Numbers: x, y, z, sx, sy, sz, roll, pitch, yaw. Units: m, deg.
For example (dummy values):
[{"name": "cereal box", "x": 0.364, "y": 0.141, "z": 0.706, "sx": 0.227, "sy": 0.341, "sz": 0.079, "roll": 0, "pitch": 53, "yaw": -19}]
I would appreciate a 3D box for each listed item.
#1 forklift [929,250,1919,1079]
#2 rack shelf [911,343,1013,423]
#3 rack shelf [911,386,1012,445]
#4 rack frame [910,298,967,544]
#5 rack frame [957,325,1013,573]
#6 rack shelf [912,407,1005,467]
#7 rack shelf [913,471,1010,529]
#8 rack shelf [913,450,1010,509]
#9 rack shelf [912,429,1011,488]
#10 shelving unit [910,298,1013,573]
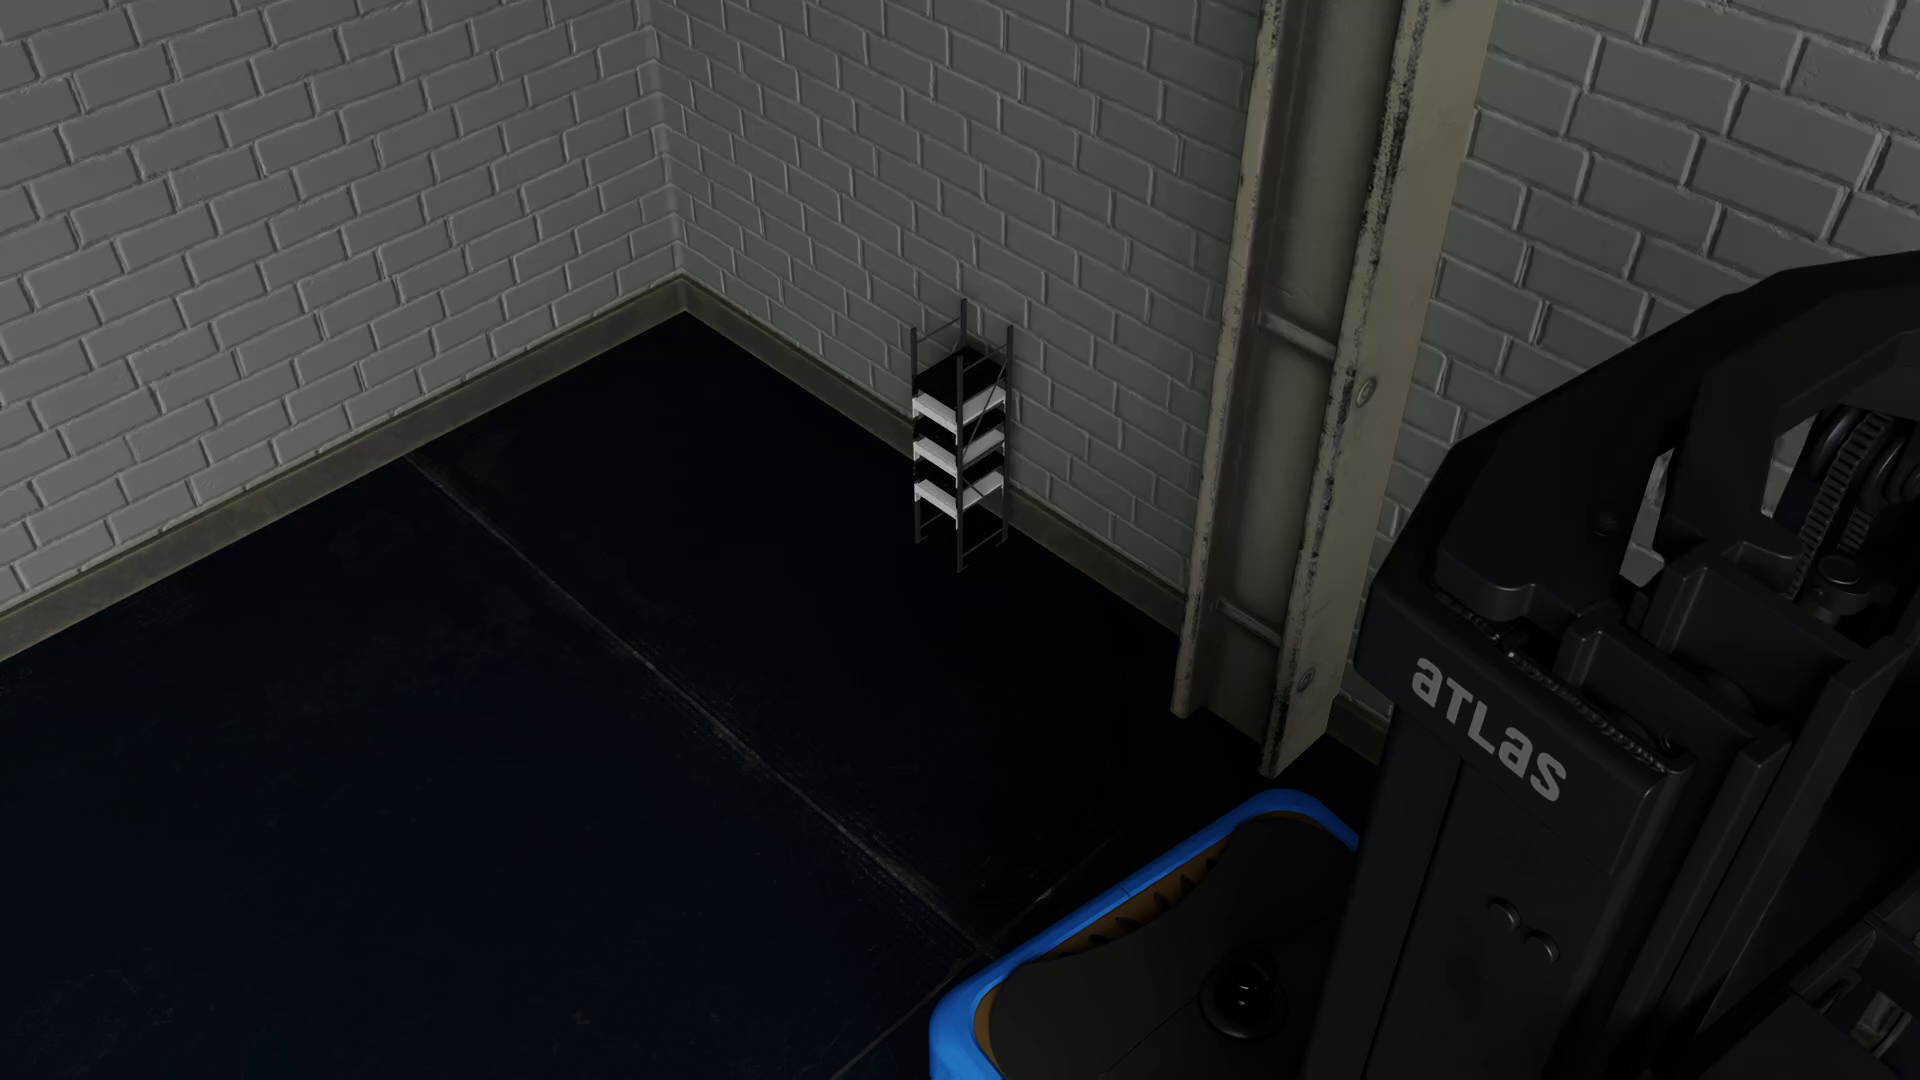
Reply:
[{"name": "forklift", "x": 1.197, "y": 1.227, "z": 2.262, "sx": 1.130, "sy": 2.935, "sz": 3.031, "roll": -26, "pitch": 49, "yaw": -26}, {"name": "rack shelf", "x": 0.006, "y": -0.500, "z": 5.280, "sx": 0.258, "sy": 0.077, "sz": 0.200, "roll": -34, "pitch": 53, "yaw": -31}, {"name": "rack shelf", "x": 0.006, "y": -0.434, "z": 5.341, "sx": 0.258, "sy": 0.077, "sz": 0.200, "roll": -34, "pitch": 53, "yaw": -31}, {"name": "rack frame", "x": -0.066, "y": -0.375, "z": 5.493, "sx": 0.240, "sy": 0.900, "sz": 0.006, "roll": -34, "pitch": 53, "yaw": -31}, {"name": "rack frame", "x": 0.078, "y": -0.278, "z": 5.387, "sx": 0.240, "sy": 0.900, "sz": 0.006, "roll": -34, "pitch": 53, "yaw": -31}, {"name": "rack shelf", "x": 0.006, "y": -0.368, "z": 5.402, "sx": 0.258, "sy": 0.077, "sz": 0.200, "roll": -34, "pitch": 53, "yaw": -31}, {"name": "rack shelf", "x": 0.006, "y": -0.170, "z": 5.585, "sx": 0.258, "sy": 0.077, "sz": 0.200, "roll": -34, "pitch": 53, "yaw": -31}, {"name": "rack shelf", "x": 0.006, "y": -0.236, "z": 5.524, "sx": 0.258, "sy": 0.077, "sz": 0.200, "roll": -34, "pitch": 53, "yaw": -31}, {"name": "rack shelf", "x": 0.006, "y": -0.302, "z": 5.463, "sx": 0.258, "sy": 0.077, "sz": 0.200, "roll": -34, "pitch": 53, "yaw": -31}, {"name": "shelving unit", "x": 0.006, "y": -0.327, "z": 5.440, "sx": 0.258, "sy": 0.900, "sz": 0.210, "roll": -34, "pitch": 53, "yaw": -31}]
